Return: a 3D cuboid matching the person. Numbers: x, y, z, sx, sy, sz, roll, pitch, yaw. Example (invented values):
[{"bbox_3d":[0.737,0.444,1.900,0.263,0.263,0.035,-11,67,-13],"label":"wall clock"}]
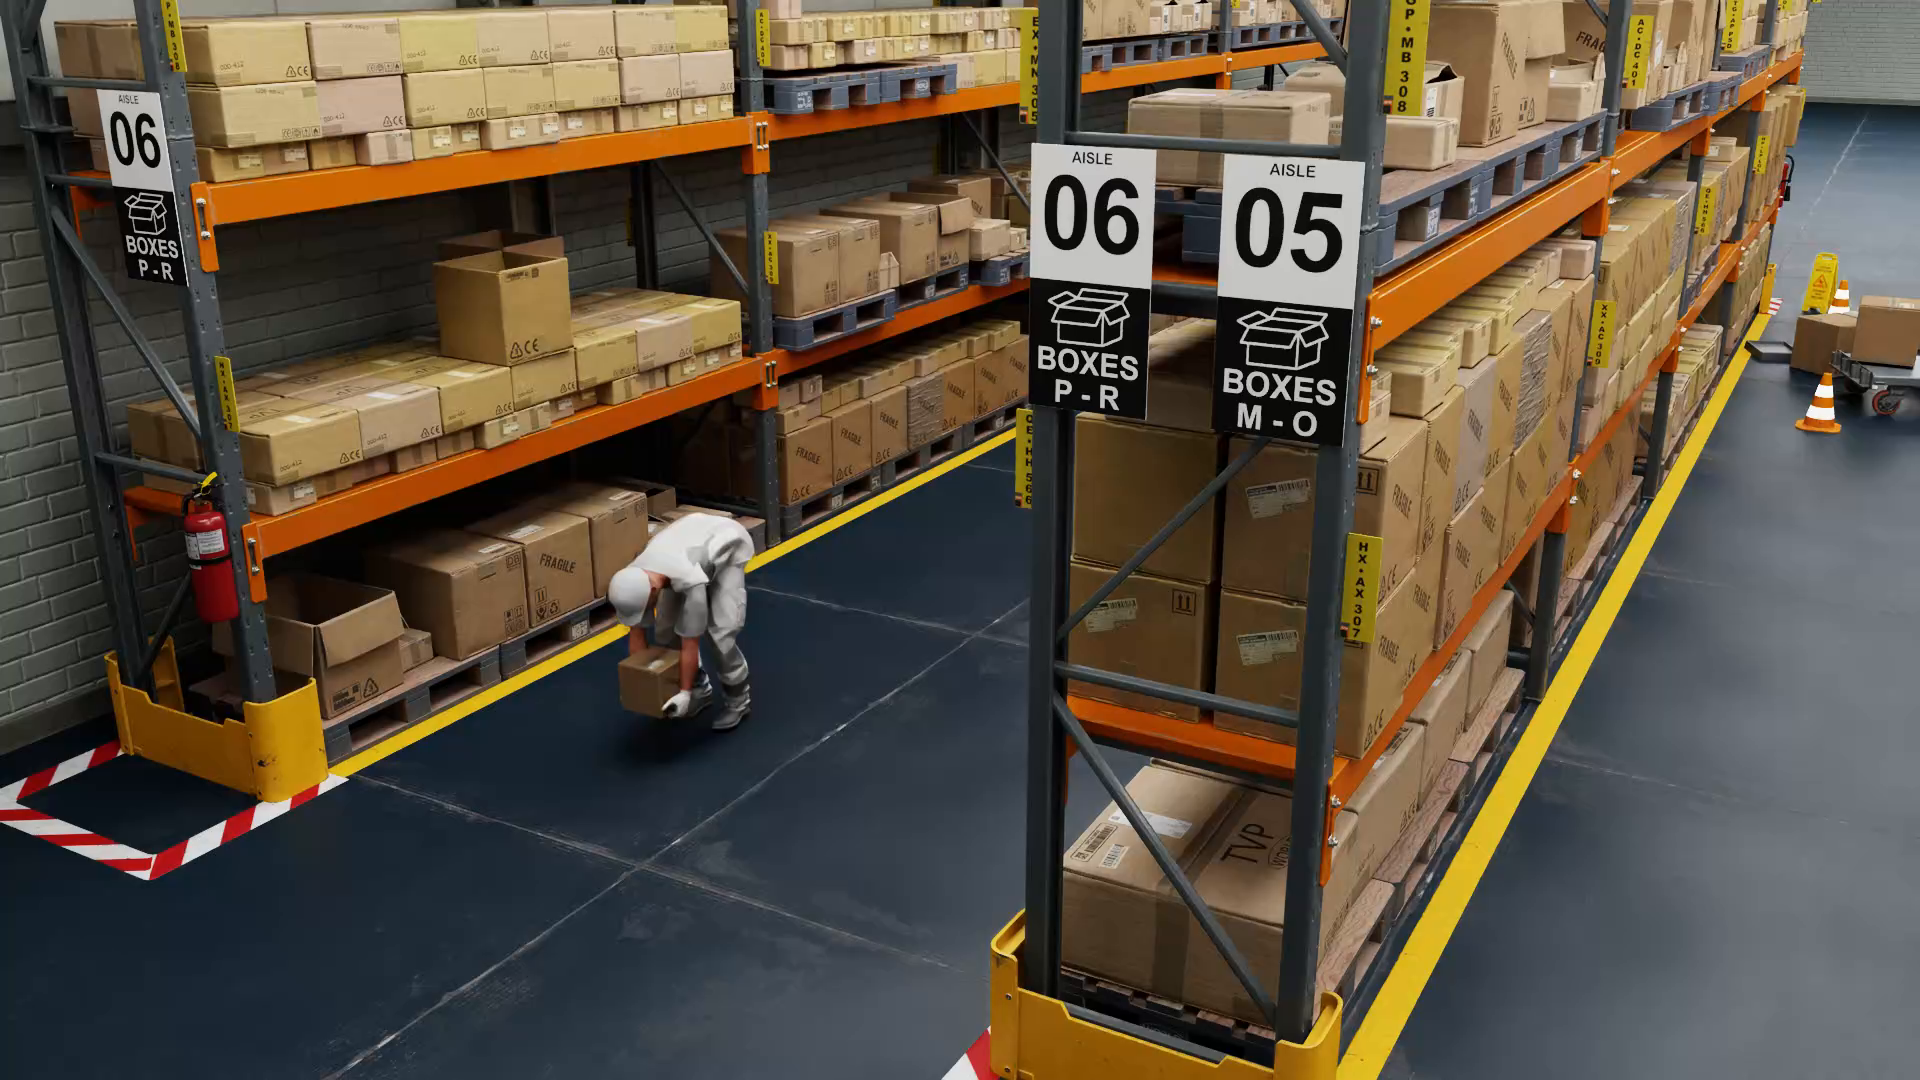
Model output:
[{"bbox_3d":[-1.386,0.464,8.263,0.511,1.083,0.965,10,21,25],"label":"person"}]
